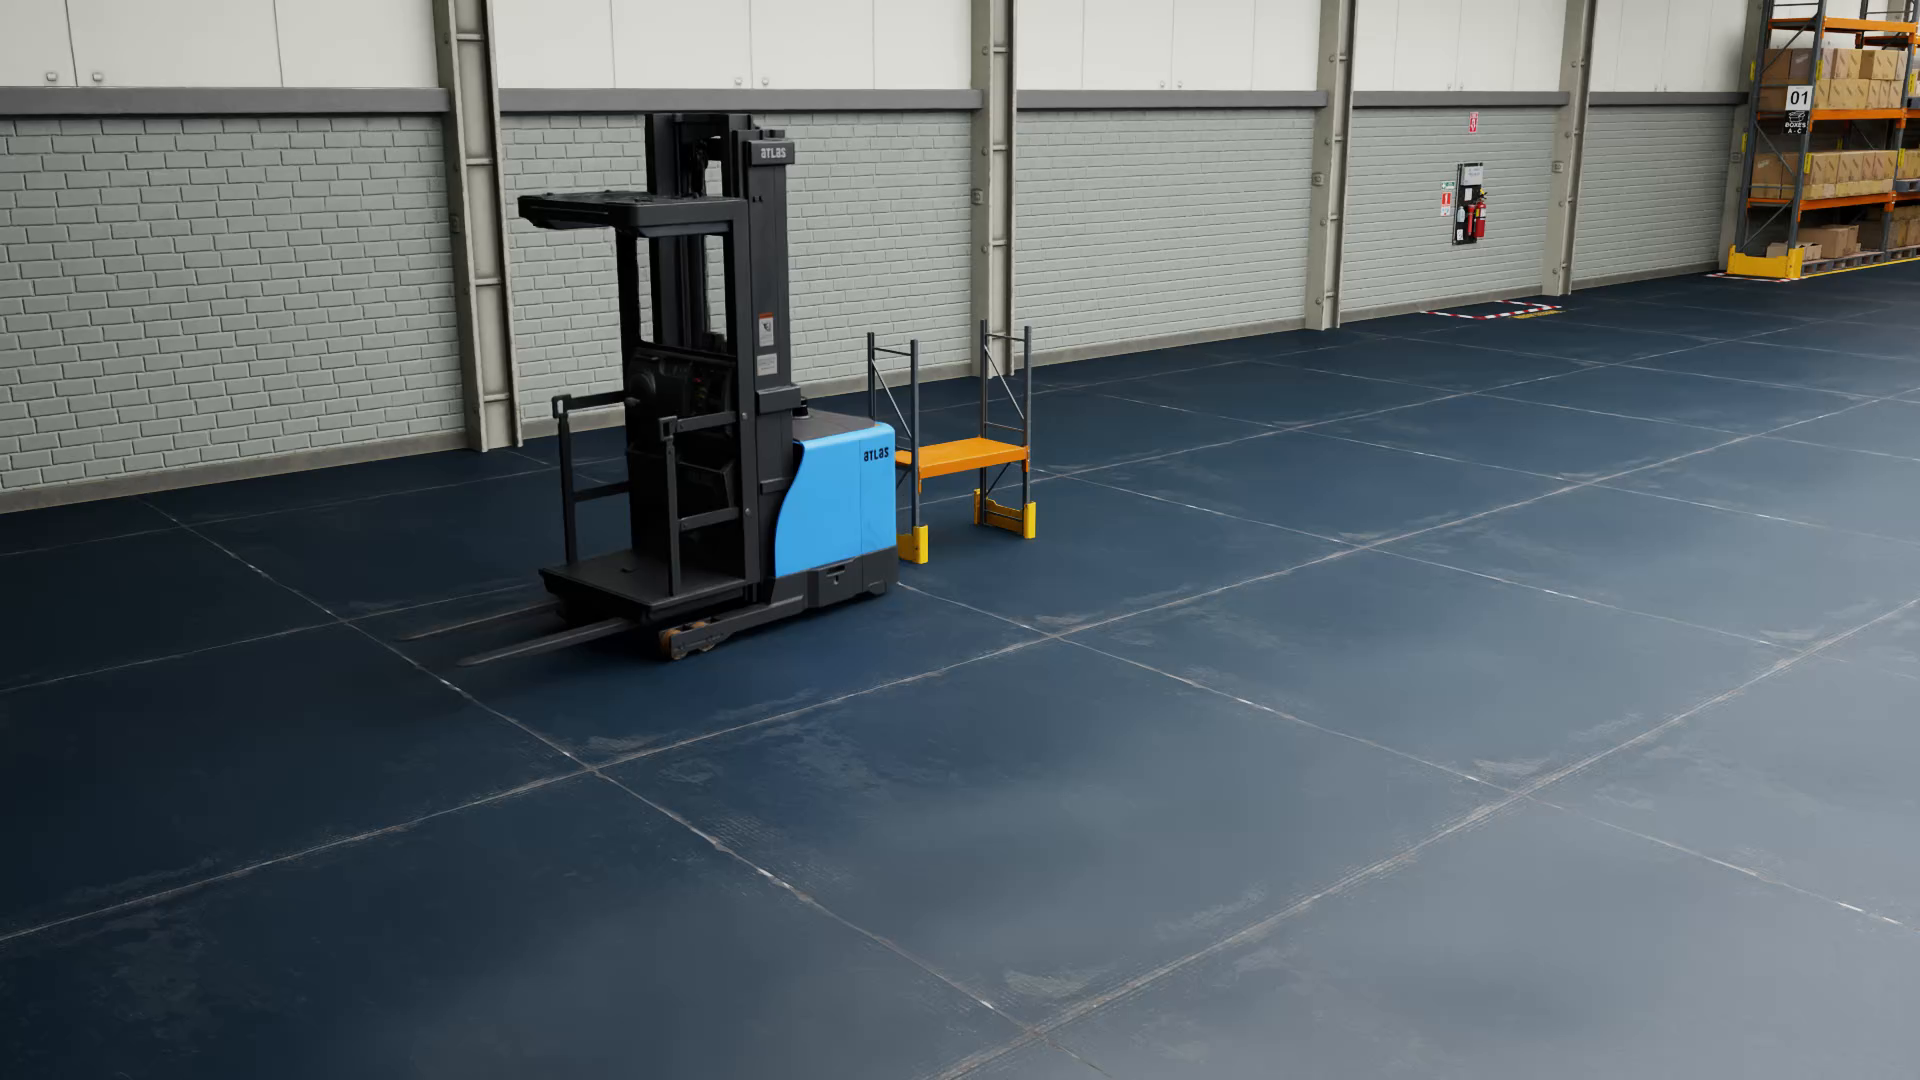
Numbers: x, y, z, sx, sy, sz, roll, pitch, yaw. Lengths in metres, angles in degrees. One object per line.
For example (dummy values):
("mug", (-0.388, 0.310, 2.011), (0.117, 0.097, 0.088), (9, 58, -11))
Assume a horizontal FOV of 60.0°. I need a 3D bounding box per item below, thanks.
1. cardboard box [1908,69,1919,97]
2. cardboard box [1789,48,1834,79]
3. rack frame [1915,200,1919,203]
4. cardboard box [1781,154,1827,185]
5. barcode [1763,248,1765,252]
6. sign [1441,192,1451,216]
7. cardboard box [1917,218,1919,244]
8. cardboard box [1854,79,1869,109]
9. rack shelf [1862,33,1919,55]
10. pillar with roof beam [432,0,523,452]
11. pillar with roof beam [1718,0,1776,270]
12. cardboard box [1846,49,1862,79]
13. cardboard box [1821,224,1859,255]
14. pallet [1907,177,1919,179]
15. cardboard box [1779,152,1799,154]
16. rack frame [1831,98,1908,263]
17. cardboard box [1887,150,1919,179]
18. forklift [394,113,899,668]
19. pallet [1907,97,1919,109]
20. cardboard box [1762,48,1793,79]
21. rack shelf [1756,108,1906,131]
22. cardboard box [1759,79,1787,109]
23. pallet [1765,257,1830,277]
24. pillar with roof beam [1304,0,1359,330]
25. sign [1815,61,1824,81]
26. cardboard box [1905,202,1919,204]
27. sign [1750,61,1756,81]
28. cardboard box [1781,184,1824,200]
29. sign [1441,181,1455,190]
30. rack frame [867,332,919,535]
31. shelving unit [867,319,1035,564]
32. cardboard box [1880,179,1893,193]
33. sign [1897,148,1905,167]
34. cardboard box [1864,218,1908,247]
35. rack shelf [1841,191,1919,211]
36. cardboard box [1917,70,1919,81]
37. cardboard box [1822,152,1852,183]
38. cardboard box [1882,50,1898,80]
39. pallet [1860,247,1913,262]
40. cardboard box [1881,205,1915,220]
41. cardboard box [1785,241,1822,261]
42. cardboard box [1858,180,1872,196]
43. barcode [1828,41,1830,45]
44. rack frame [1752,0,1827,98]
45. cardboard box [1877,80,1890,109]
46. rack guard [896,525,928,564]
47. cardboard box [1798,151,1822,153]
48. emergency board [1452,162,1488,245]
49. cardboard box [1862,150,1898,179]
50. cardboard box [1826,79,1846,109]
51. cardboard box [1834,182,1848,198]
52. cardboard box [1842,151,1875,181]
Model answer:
("cardboard box", (17.465, -8.521, 31.016), (0.500, 0.500, 0.500), (-9, 18, -32))
("cardboard box", (14.432, -8.074, 28.181), (0.500, 0.500, 0.500), (14, 21, 43))
("rack frame", (20.017, -7.421, 33.719), (0.127, 3.000, 1.000), (-13, 19, -39))
("cardboard box", (14.539, -6.387, 28.649), (0.500, 0.500, 0.500), (-13, 19, -39))
("barcode", (14.314, -5.164, 29.610), (0.075, 0.075, 0.001), (-13, 19, -39))
("sign", (7.042, -4.868, 24.095), (0.234, 0.329, 0.001), (-13, 19, -39))
("cardboard box", (18.687, -6.139, 32.912), (0.500, 0.500, 0.700), (-13, 20, -40))
("cardboard box", (15.606, -7.848, 29.274), (0.500, 0.500, 0.500), (-11, 19, -36))
("rack shelf", (18.508, -9.439, 31.821), (4.000, 0.370, 1.077), (-13, 19, -39))
("pillar with roof beam", (-1.337, -4.347, 10.587), (0.400, 9.000, 9.100), (-13, 19, -39))
("pillar with roof beam", (16.768, -8.413, 25.808), (0.400, 9.000, 9.100), (-13, 19, -39))
("cardboard box", (15.223, -8.238, 28.795), (0.500, 0.500, 0.500), (-12, 19, -38))
("cardboard box", (16.243, -5.564, 30.760), (0.500, 0.500, 0.500), (14, 21, 43))
("pallet", (18.551, -6.985, 32.458), (1.213, 0.211, 1.003), (-13, 19, -39))
("cardboard box", (14.584, -6.570, 29.331), (0.500, 0.500, 0.500), (-12, 19, -39))
("rack frame", (17.000, -6.743, 31.182), (0.127, 3.000, 1.000), (-13, 19, -39))
("cardboard box", (17.832, -7.177, 31.759), (0.500, 0.500, 0.700), (-10, 18, -34))
("forklift", (-1.759, -0.900, 9.439), (1.130, 2.935, 3.031), (14, 20, 41))
("pallet", (17.535, -8.185, 31.133), (1.003, 0.211, 1.213), (-13, 19, -39))
("cardboard box", (14.136, -8.180, 28.577), (0.500, 0.500, 0.500), (-12, 19, -37))
("rack shelf", (15.491, -7.506, 29.619), (4.000, 0.370, 1.077), (-13, 19, -39))
("cardboard box", (14.131, -7.693, 28.692), (0.500, 0.500, 0.500), (-11, 18, -35))
("pallet", (14.675, -4.862, 29.543), (1.213, 0.211, 1.003), (-13, 19, -39))
("pillar with roof beam", (7.716, -6.380, 18.197), (0.400, 9.000, 9.100), (-13, 19, -39))
("sign", (14.338, -7.831, 27.750), (0.005, 0.325, 0.100), (-13, 19, -39))
("cardboard box", (19.037, -6.571, 33.077), (0.500, 0.250, 0.500), (-12, 19, -38))
("sign", (13.633, -8.054, 28.561), (0.005, 0.325, 0.100), (-13, 19, -39))
("cardboard box", (14.559, -6.024, 28.740), (0.500, 0.250, 0.500), (-13, 20, -41))
("sign", (7.051, -5.124, 24.023), (0.331, 0.109, 0.001), (-13, 19, -39))
("rack frame", (-0.448, -0.624, 11.180), (0.032, 1.500, 0.500), (-13, 19, -39))
("shelving unit", (-0.058, -0.712, 11.508), (1.083, 1.500, 0.587), (-13, 19, -39))
("cardboard box", (16.841, -6.541, 30.677), (0.500, 0.250, 0.500), (-13, 19, -39))
("sign", (17.362, -7.057, 30.680), (0.005, 0.325, 0.100), (-13, 19, -39))
("cardboard box", (17.901, -5.973, 32.291), (0.500, 0.500, 0.700), (-13, 20, -40))
("rack shelf", (18.508, -6.734, 32.543), (4.000, 0.370, 1.077), (-13, 19, -39))
("cardboard box", (18.395, -8.729, 31.798), (0.500, 0.500, 0.500), (-14, 20, -41))
("cardboard box", (15.313, -6.555, 29.278), (0.500, 0.500, 0.500), (-13, 20, -41))
("cardboard box", (16.391, -8.500, 29.778), (0.500, 0.500, 0.500), (-11, 19, -36))
("pallet", (17.586, -5.528, 32.037), (1.213, 0.211, 1.003), (-13, 19, -39))
("cardboard box", (18.264, -6.402, 32.444), (0.500, 0.250, 0.500), (-13, 20, -41))
("cardboard box", (14.993, -5.175, 29.670), (0.500, 0.311, 0.500), (-11, 18, -35))
("cardboard box", (16.091, -6.370, 30.037), (0.500, 0.250, 0.500), (-13, 20, -40))
("barcode", (15.669, -8.958, 29.981), (0.075, 0.075, 0.001), (-13, 19, -39))
("rack frame", (13.982, -8.964, 27.871), (0.127, 3.000, 1.000), (-13, 19, -39))
("cardboard box", (16.391, -8.033, 29.967), (0.500, 0.500, 0.500), (14, 20, 42))
("rack guard", (-0.433, -0.023, 11.354), (0.087, 0.250, 0.587), (-13, 19, -39))
("cardboard box", (15.351, -6.743, 29.981), (0.500, 0.500, 0.500), (-12, 19, -39))
("emergency board", (7.527, -4.925, 24.375), (0.643, 1.169, 0.194), (-13, 19, -39))
("cardboard box", (16.846, -6.902, 30.577), (0.500, 0.500, 0.500), (-13, 20, -39))
("cardboard box", (14.827, -7.665, 28.587), (0.500, 0.500, 0.500), (-11, 19, -36))
("cardboard box", (15.329, -6.199, 29.398), (0.500, 0.250, 0.500), (-13, 20, -40))
("cardboard box", (16.086, -6.733, 29.944), (0.500, 0.500, 0.500), (-13, 20, -41))
